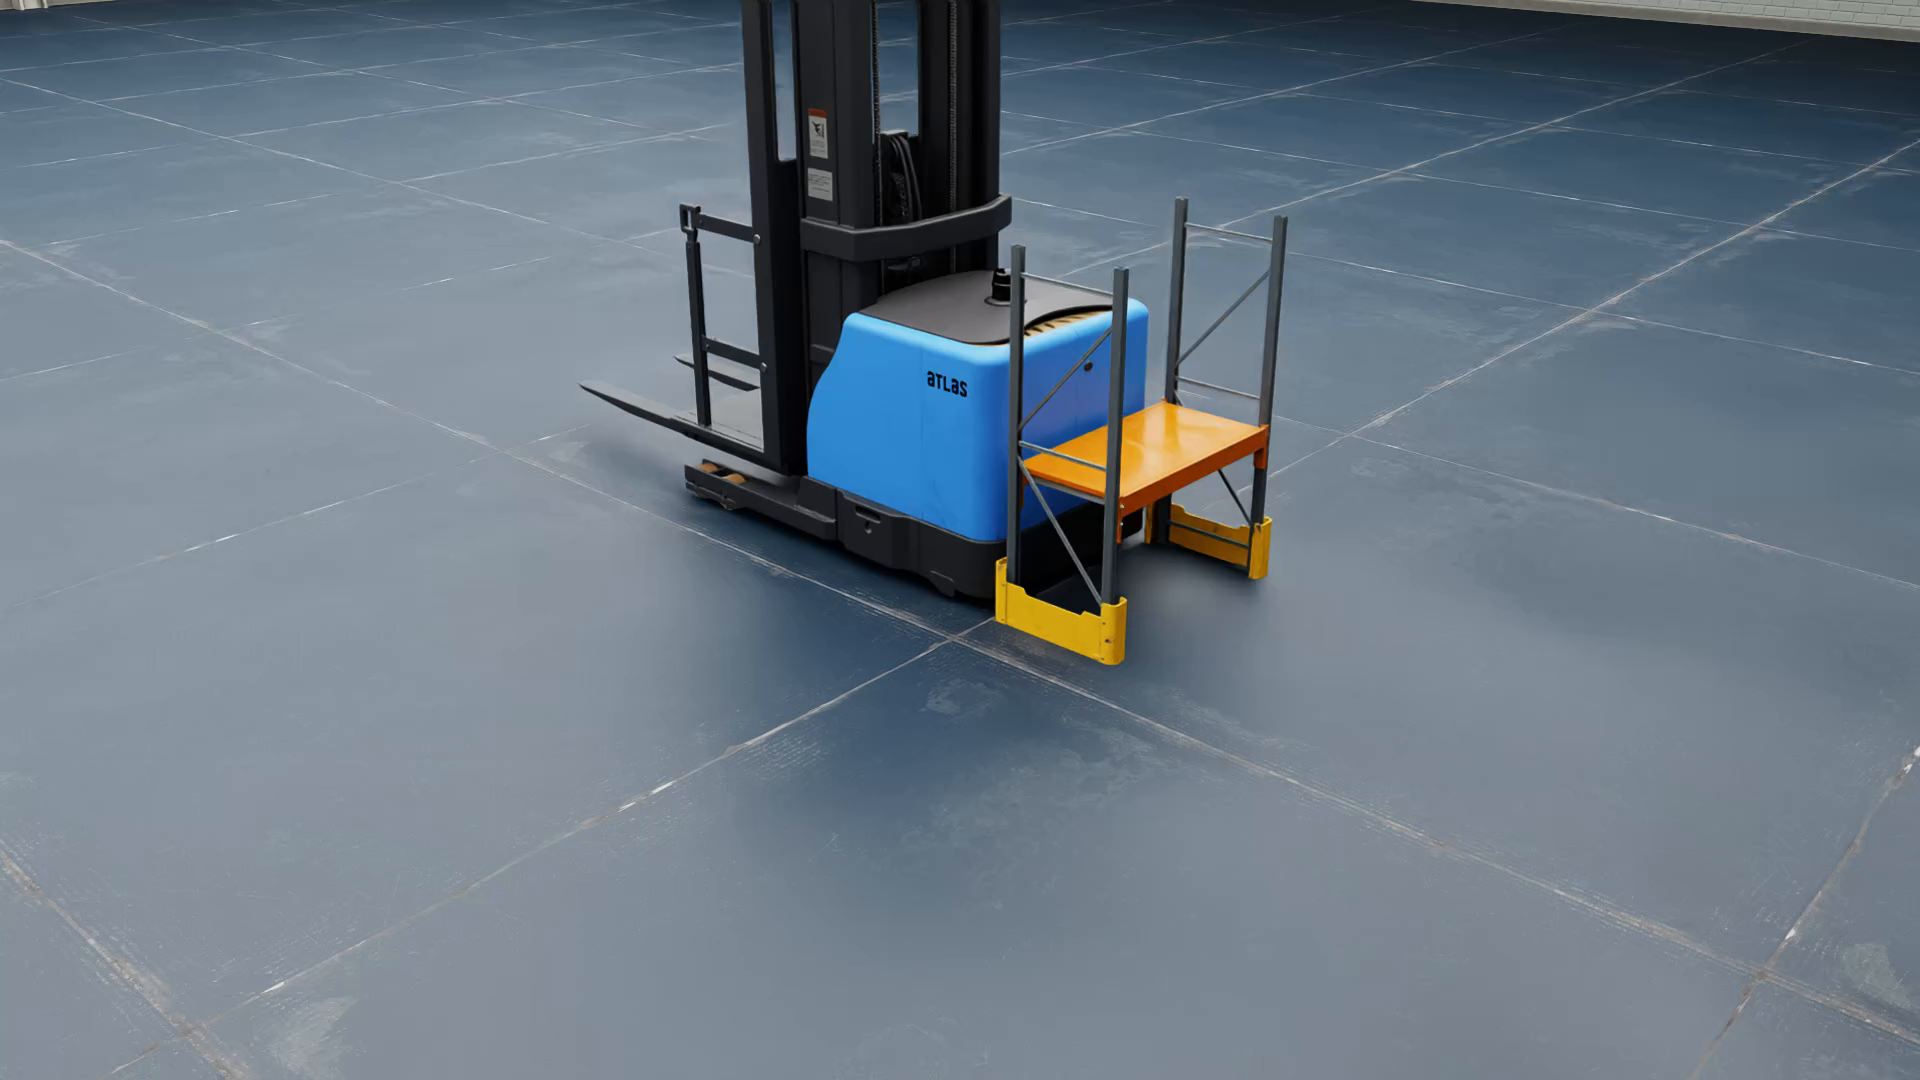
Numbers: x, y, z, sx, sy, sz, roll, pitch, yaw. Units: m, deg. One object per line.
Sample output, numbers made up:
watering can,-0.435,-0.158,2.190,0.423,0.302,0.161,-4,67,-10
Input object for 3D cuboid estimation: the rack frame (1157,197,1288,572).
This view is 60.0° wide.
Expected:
rack frame,1.053,-0.613,6.784,0.500,1.500,0.032,20,31,37

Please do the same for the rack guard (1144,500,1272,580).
rack guard,1.040,-0.037,7.026,0.587,0.250,0.087,20,31,37

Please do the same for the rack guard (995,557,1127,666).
rack guard,0.378,0.268,6.347,0.587,0.250,0.087,20,31,37

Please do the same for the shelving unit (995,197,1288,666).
shelving unit,0.709,-0.455,6.431,0.587,1.500,1.083,20,31,37

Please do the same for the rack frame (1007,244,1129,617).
rack frame,0.378,-0.302,6.090,0.500,1.500,0.032,20,31,37

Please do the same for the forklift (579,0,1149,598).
forklift,-0.624,-1.606,7.250,3.031,2.935,1.130,21,32,39

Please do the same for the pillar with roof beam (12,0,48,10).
pillar with roof beam,-10.928,-11.017,20.822,9.100,9.000,0.400,20,31,38

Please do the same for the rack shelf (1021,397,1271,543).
rack shelf,0.715,-0.293,6.511,0.538,0.185,1.000,20,31,37
